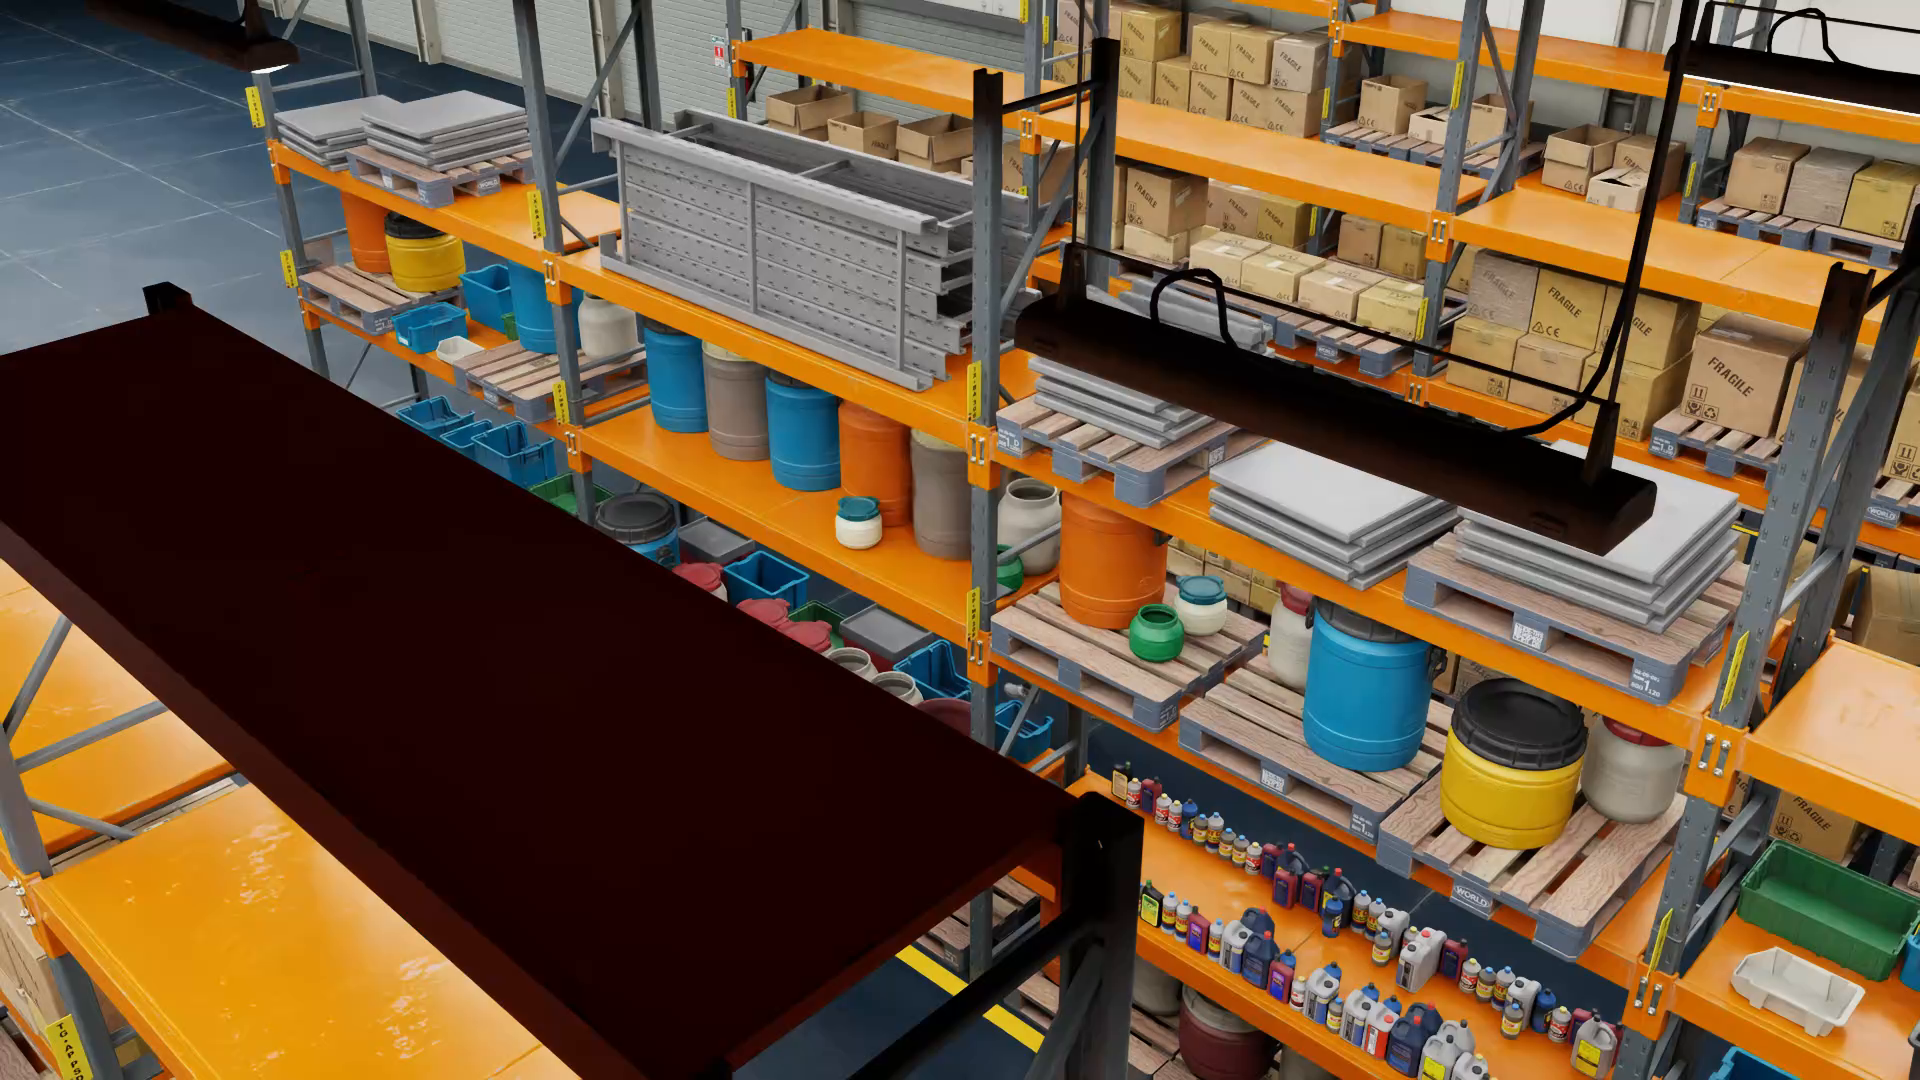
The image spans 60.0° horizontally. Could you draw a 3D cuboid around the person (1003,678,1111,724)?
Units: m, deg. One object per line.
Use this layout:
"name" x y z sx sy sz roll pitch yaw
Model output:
"person" 0.797 0.657 12.883 1.003 1.601 0.570 16 33 26
